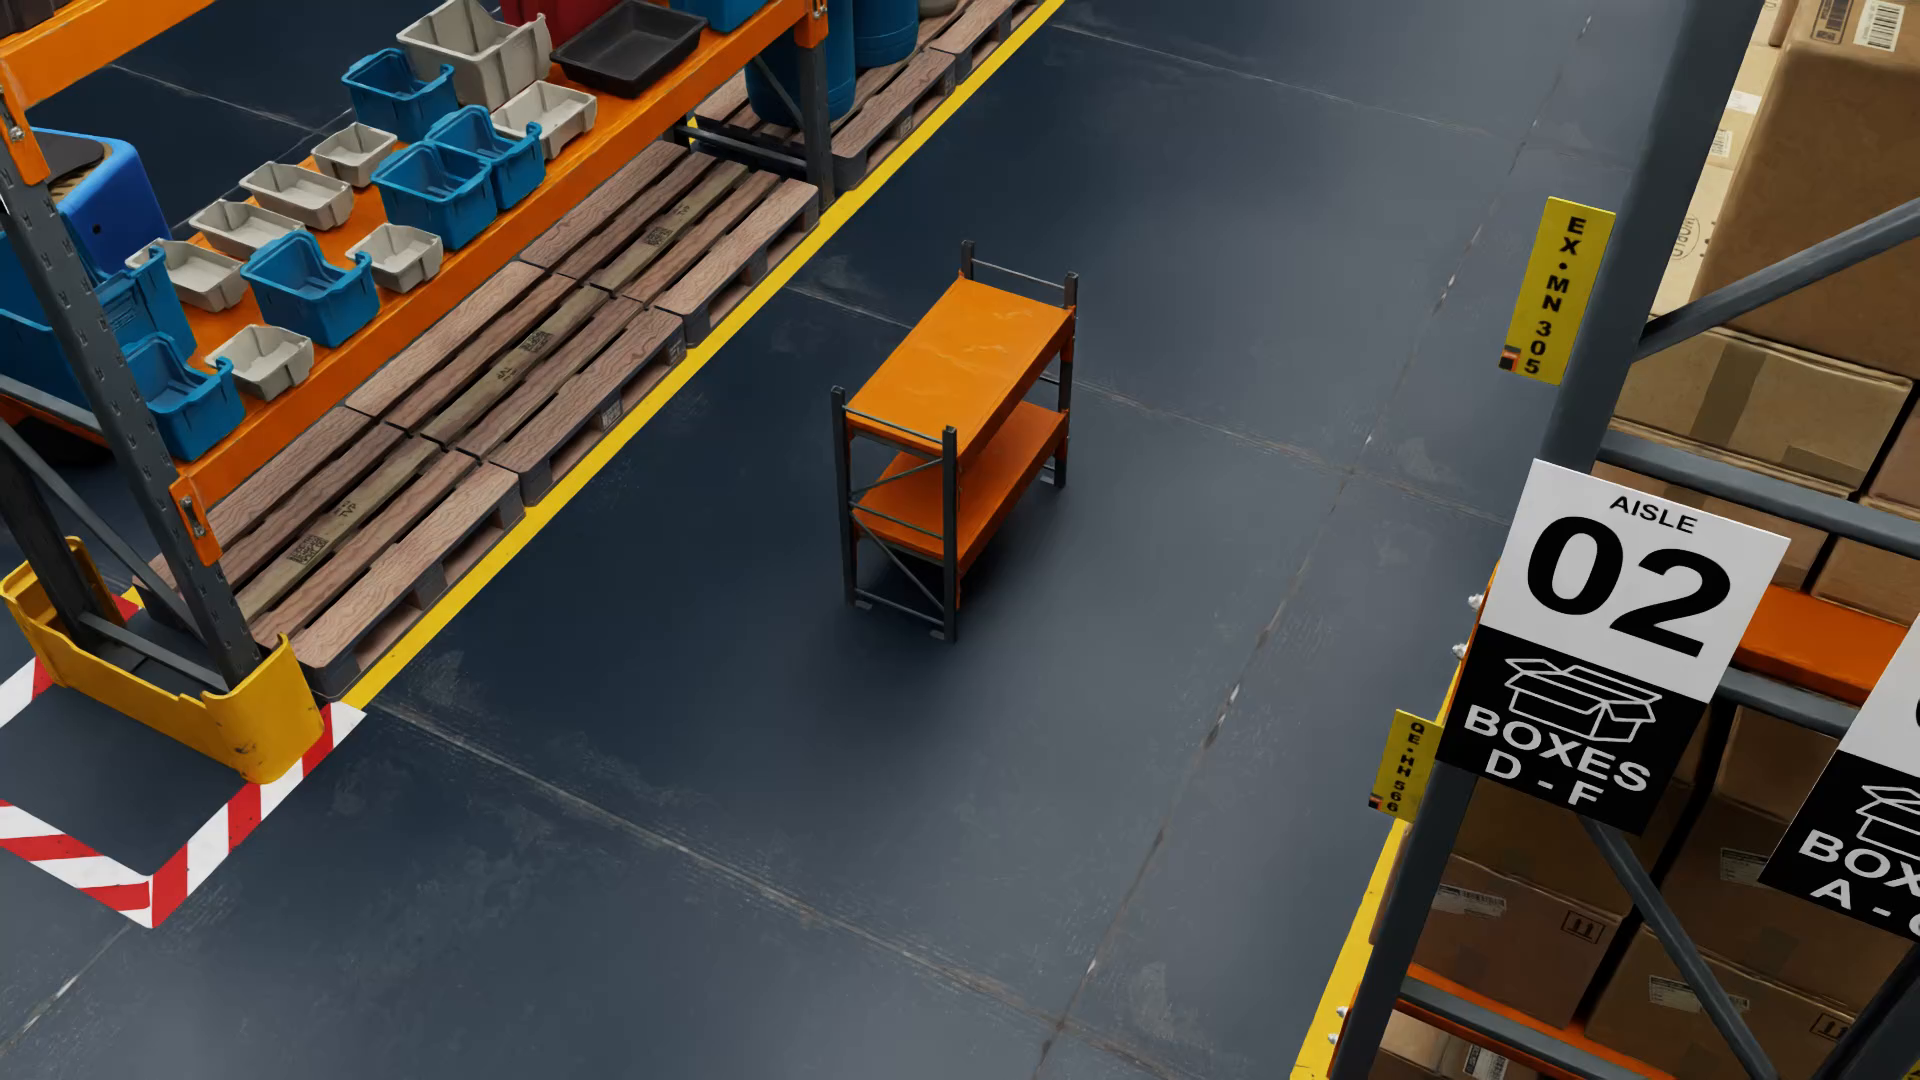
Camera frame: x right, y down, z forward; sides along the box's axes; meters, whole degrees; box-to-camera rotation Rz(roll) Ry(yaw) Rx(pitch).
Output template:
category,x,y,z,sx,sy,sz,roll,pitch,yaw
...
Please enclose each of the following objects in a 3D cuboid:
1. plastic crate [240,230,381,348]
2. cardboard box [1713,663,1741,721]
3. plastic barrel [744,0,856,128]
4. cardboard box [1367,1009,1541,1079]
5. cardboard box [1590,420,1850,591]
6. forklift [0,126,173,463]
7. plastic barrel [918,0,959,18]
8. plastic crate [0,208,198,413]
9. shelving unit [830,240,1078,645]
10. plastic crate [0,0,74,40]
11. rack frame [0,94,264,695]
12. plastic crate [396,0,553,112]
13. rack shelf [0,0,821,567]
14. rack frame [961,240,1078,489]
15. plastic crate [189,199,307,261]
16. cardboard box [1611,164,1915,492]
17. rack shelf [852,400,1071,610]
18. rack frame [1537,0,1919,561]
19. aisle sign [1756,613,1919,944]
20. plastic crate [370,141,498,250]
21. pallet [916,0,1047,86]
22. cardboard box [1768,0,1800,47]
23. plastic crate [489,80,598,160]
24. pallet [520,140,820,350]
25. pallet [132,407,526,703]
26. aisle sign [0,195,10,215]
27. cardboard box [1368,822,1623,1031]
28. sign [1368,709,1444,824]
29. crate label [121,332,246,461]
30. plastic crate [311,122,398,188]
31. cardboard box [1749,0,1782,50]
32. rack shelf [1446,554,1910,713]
category,x,y,z,sx,sy,sz,roll,pitch,yaw
plastic crate,-2.275,-0.878,5.865,0.416,0.233,0.300,20,49,19
cardboard box,2.074,0.272,3.878,0.500,0.500,0.500,21,49,19
plastic barrel,-0.863,-2.722,8.791,0.600,0.901,0.708,20,49,19
cardboard box,1.433,1.483,4.903,0.500,0.500,0.500,20,49,19
cardboard box,1.403,-0.229,3.144,0.500,0.250,0.500,20,49,19
forklift,-5.144,-1.931,6.878,3.031,2.935,1.130,10,46,10
plastic barrel,-0.193,-3.357,9.693,0.421,0.512,0.421,0,45,0
plastic crate,-2.997,-0.761,5.606,0.616,0.435,0.499,20,49,19
shelving unit,-0.003,-0.391,6.626,0.538,1.125,1.048,20,49,19
plastic crate,-2.562,-1.614,4.499,0.497,0.269,0.590,20,49,19
rack frame,-2.987,-0.455,5.370,1.000,3.000,0.127,20,49,19
plastic crate,-2.002,-2.053,6.991,0.437,0.282,0.530,20,49,19
rack shelf,-2.059,-1.462,6.871,1.077,0.370,4.000,20,49,19
rack frame,0.233,-0.711,6.942,0.500,1.125,0.032,20,49,19
plastic crate,-2.622,-1.134,6.185,0.396,0.136,0.243,20,49,19
cardboard box,1.411,-0.402,2.963,0.500,0.250,0.500,20,49,19
rack shelf,-0.003,-0.219,6.800,0.538,0.278,1.000,20,49,19
rack frame,1.398,-0.926,1.618,1.000,3.000,0.127,20,49,19
aisle sign,1.627,0.409,2.689,0.394,0.787,0.004,20,49,19
plastic crate,-1.970,-1.293,6.274,0.416,0.233,0.300,20,49,19
pallet,-0.170,-3.238,10.082,1.003,0.211,1.213,20,49,19
cardboard box,2.067,-1.224,3.249,0.700,0.500,0.500,20,49,19
plastic crate,-1.672,-1.707,6.751,0.293,0.136,0.466,20,49,19
pallet,-1.437,-1.518,8.382,1.003,0.211,1.213,20,49,19
pallet,-2.570,0.019,6.863,1.003,0.211,1.213,20,49,19
aisle sign,-2.757,-1.225,4.304,0.394,0.787,0.004,20,49,19
cardboard box,1.365,0.776,4.084,0.500,0.500,0.500,22,49,20
sign,0.916,0.469,3.421,0.100,0.325,0.005,20,49,19
crate label,-2.581,-0.464,5.455,0.416,0.233,0.303,20,49,19
plastic crate,-2.393,-1.510,6.557,0.298,0.136,0.250,20,49,19
cardboard box,1.878,-1.031,3.585,0.500,0.250,0.500,20,49,19
rack shelf,2.327,-0.878,4.186,1.077,0.370,4.000,20,49,19
